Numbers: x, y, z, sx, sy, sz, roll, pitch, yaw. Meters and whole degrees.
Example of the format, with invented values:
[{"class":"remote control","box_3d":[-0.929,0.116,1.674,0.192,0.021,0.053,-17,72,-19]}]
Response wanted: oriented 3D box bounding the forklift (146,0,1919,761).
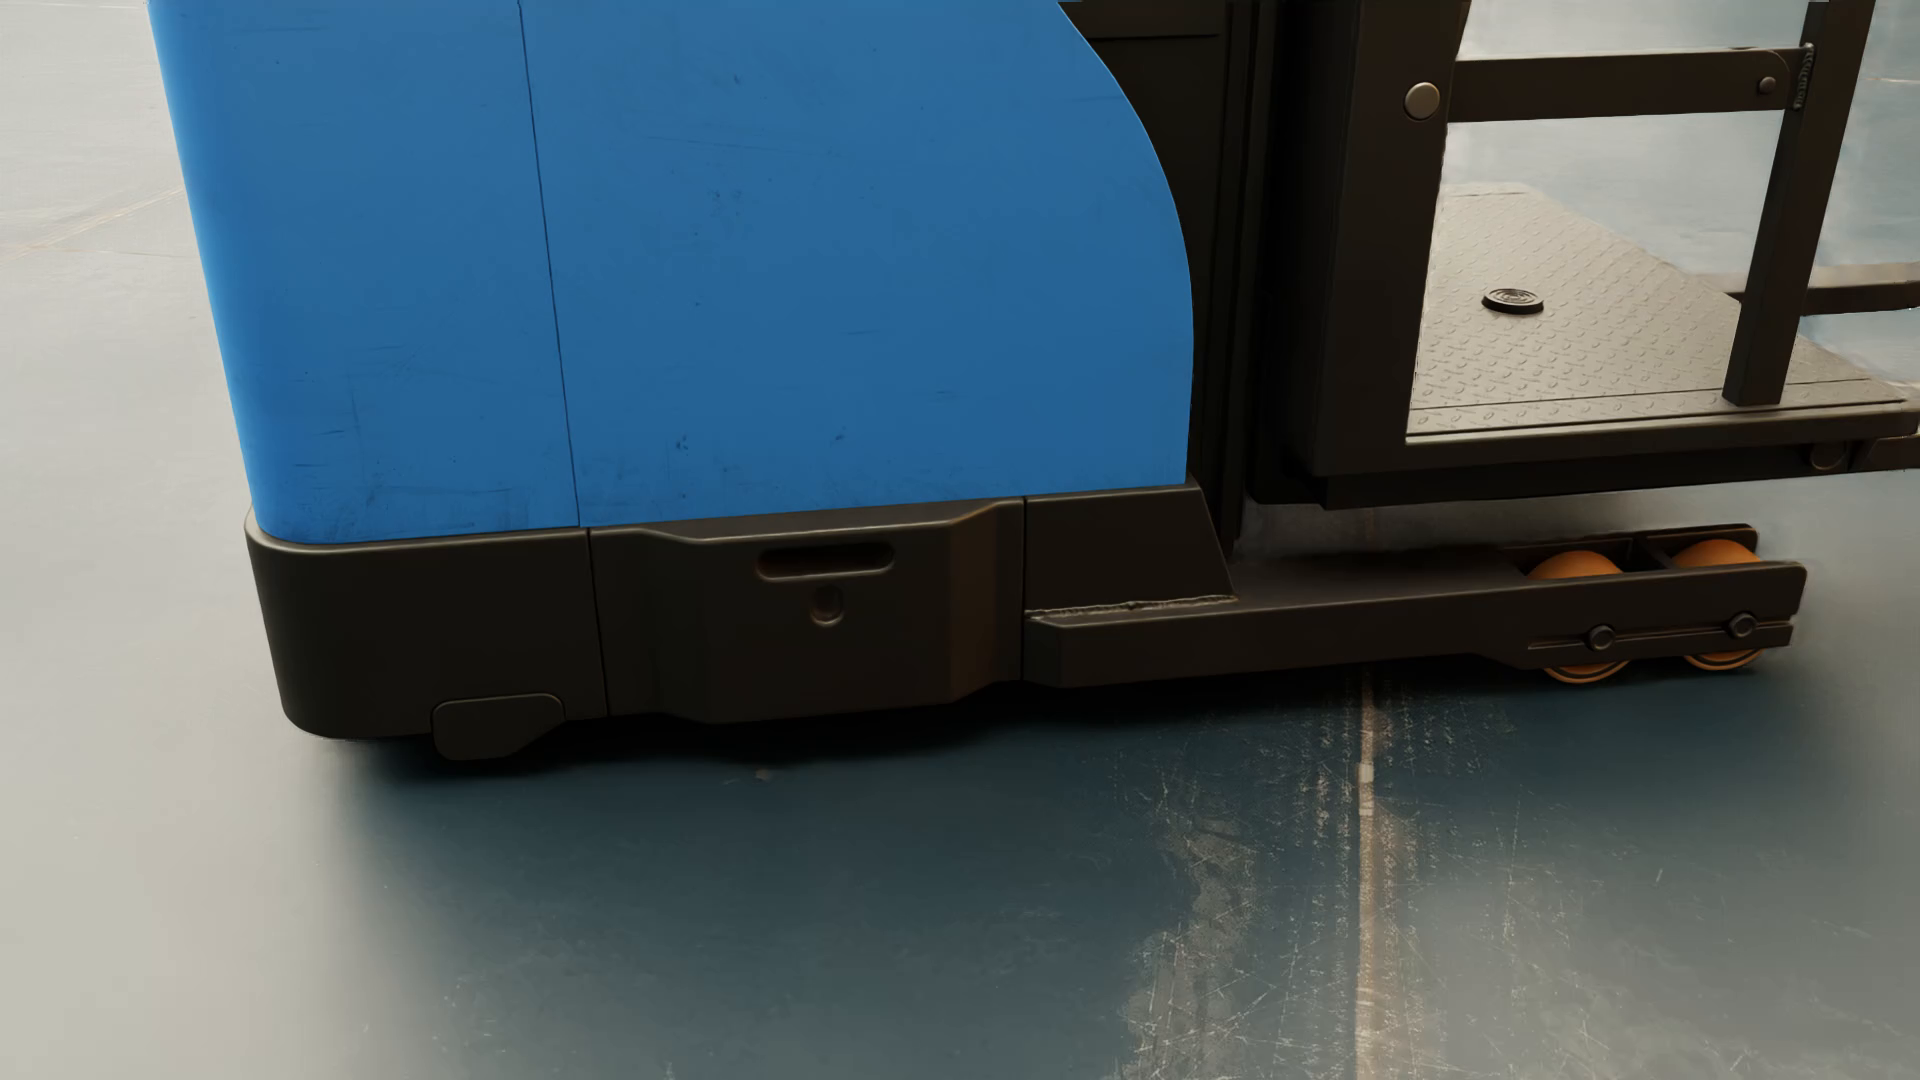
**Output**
[{"class":"forklift","box_3d":[0.625,-1.356,1.933,3.031,2.935,1.130,-4,27,-9]}]
